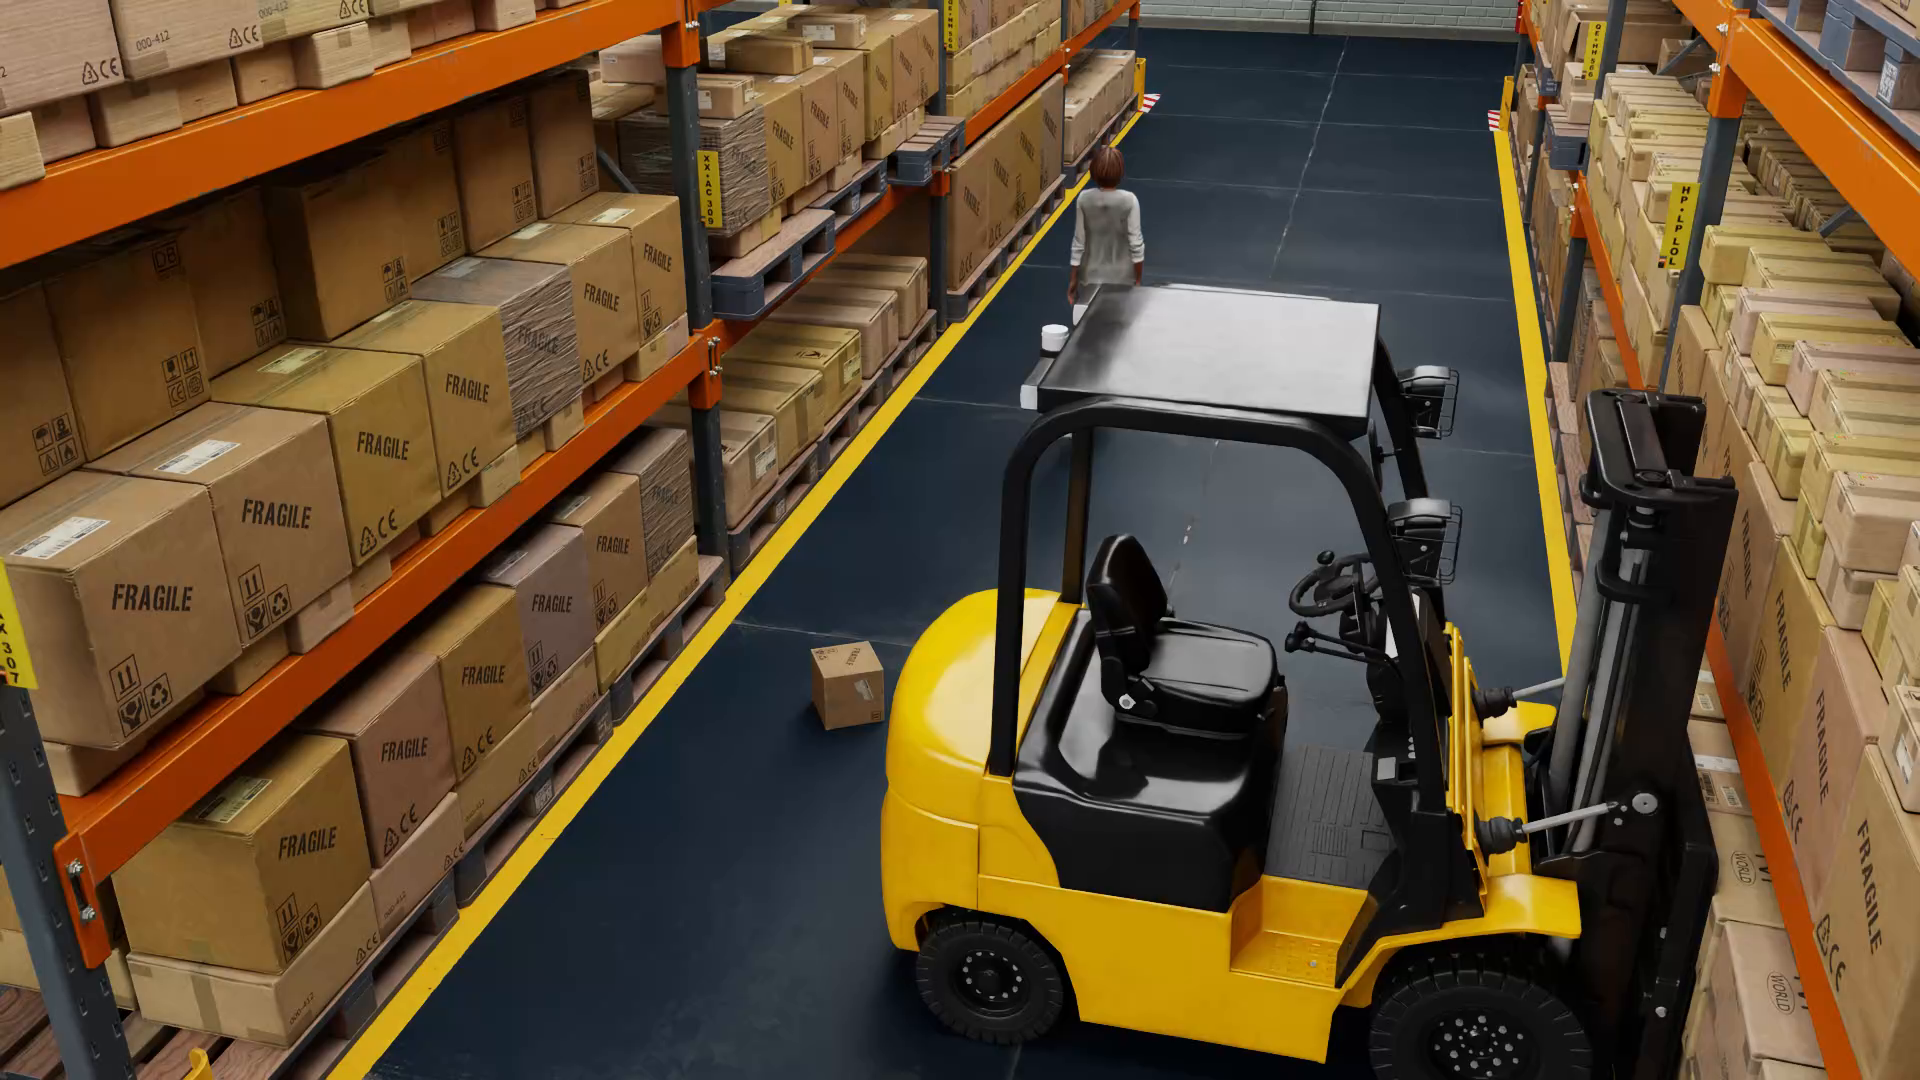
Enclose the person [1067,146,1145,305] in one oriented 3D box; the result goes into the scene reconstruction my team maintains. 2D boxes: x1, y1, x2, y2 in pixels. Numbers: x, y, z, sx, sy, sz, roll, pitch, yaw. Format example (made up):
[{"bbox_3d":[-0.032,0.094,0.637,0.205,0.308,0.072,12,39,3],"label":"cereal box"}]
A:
[{"bbox_3d":[0.857,-1.516,9.718,0.436,1.591,0.417,6,26,12],"label":"person"}]
